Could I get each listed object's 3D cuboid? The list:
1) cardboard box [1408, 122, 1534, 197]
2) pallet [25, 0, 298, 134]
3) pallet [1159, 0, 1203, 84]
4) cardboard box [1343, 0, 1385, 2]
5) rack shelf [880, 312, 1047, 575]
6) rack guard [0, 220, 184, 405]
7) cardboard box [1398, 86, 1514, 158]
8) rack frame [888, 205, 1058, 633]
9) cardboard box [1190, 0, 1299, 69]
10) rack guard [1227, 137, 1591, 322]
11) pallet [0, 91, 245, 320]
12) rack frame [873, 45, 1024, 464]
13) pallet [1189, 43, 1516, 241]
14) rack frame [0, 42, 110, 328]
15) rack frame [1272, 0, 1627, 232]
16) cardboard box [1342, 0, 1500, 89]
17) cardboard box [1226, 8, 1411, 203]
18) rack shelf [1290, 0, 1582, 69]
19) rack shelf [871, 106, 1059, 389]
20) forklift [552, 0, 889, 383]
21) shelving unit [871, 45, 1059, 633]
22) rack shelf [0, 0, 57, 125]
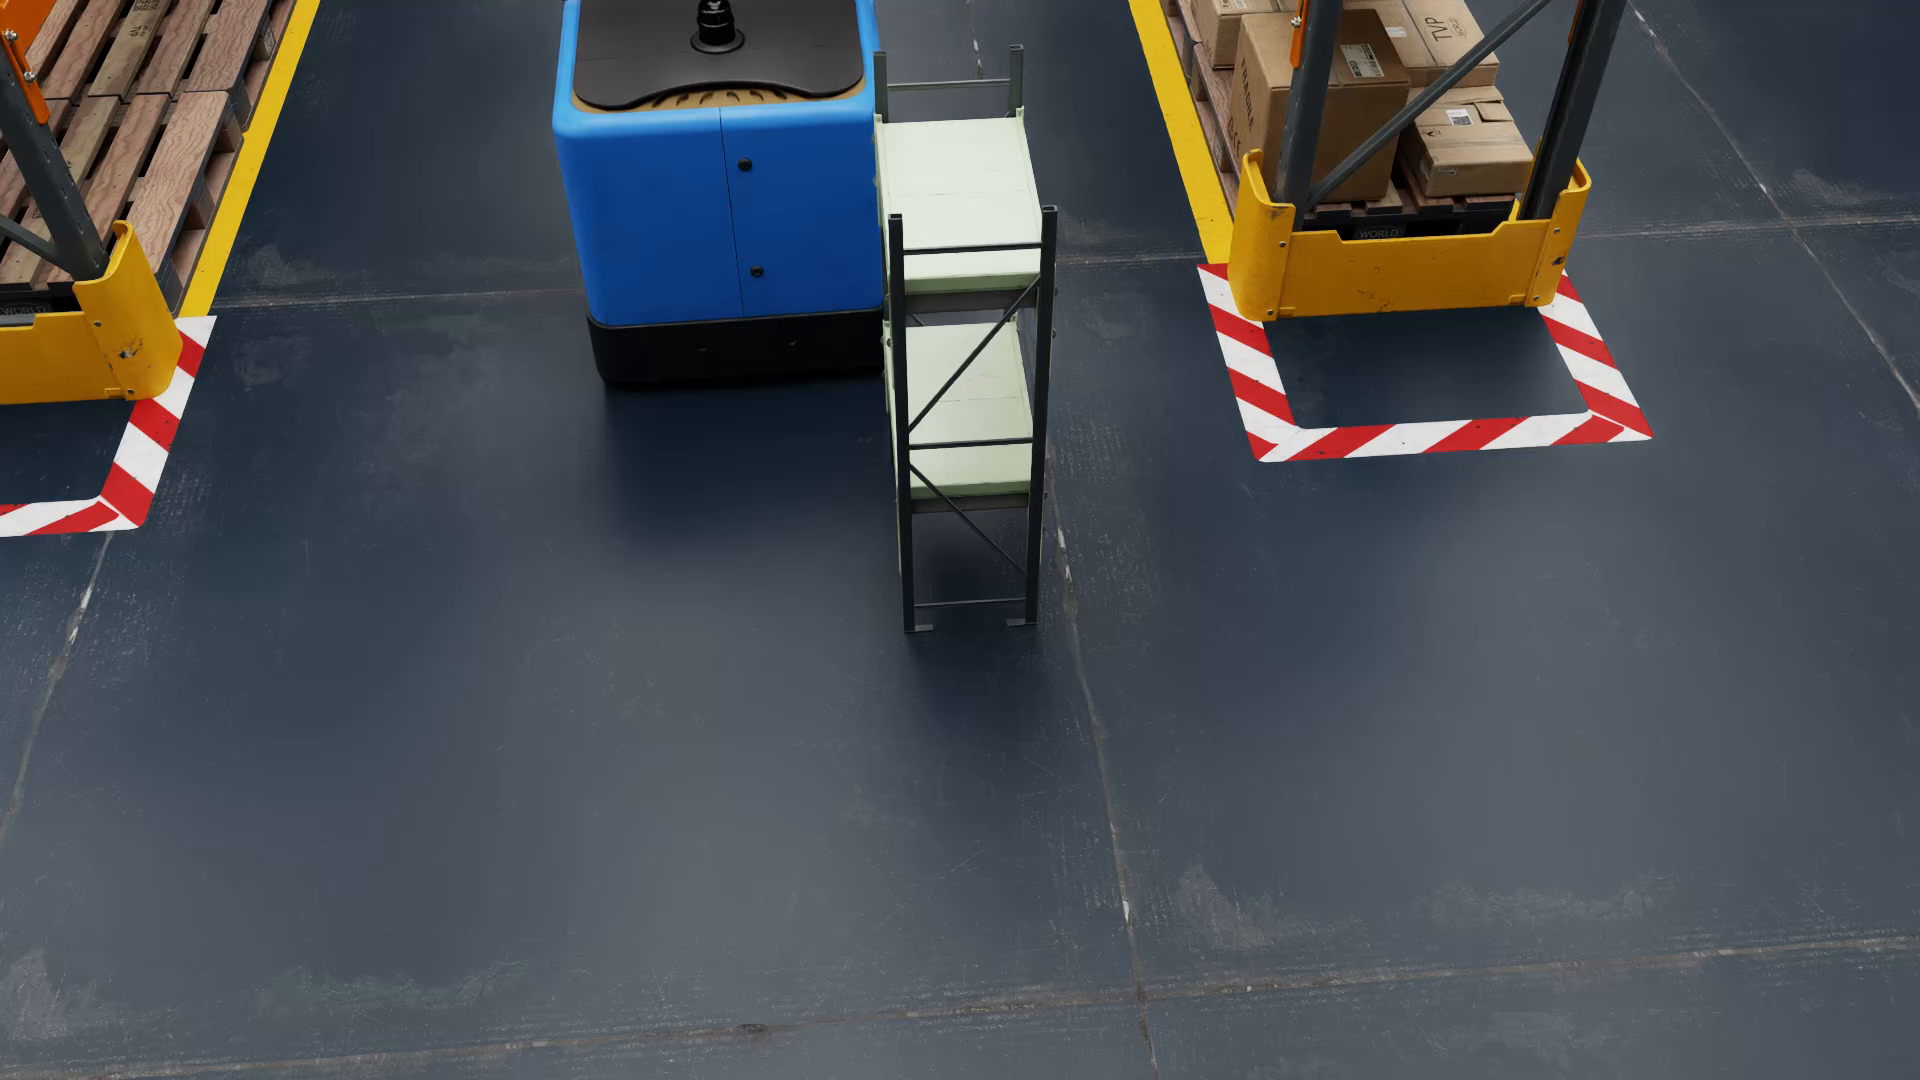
[{"bbox_3d":[1.898,-1.415,6.185,0.380,0.149,0.250,-3,47,-3],"label":"cardboard box"},{"bbox_3d":[-3.475,-2.142,7.134,1.003,0.211,1.213,-3,47,-3],"label":"pallet"},{"bbox_3d":[1.418,-2.473,7.447,1.003,0.211,1.213,-3,47,-3],"label":"pallet"},{"bbox_3d":[1.744,-2.260,6.915,0.500,0.250,0.500,-3,47,-3],"label":"cardboard box"},{"bbox_3d":[-0.001,-0.296,4.947,0.431,0.370,0.720,-3,47,-3],"label":"rack shelf"},{"bbox_3d":[-3.330,-0.746,5.612,1.175,0.500,0.348,-3,47,-3],"label":"rack guard"},{"bbox_3d":[1.877,-1.602,6.349,0.380,0.166,0.250,-3,47,-3],"label":"cardboard box"},{"bbox_3d":[0.030,-0.256,4.459,0.400,1.500,0.023,-3,47,-3],"label":"rack frame"},{"bbox_3d":[1.250,-2.193,6.852,0.500,0.250,0.500,-3,47,-3],"label":"cardboard box"},{"bbox_3d":[1.585,-1.115,5.962,1.175,0.500,0.348,-3,47,-3],"label":"rack guard"},{"bbox_3d":[-3.376,-1.262,6.300,1.003,0.211,1.213,-3,47,-3],"label":"pallet"},{"bbox_3d":[-0.031,-0.785,4.961,0.400,1.500,0.023,-3,47,-3],"label":"rack frame"},{"bbox_3d":[1.517,-1.593,6.613,1.003,0.211,1.213,-3,47,-3],"label":"pallet"},{"bbox_3d":[-3.345,-1.622,4.720,1.000,3.000,0.127,-3,47,-3],"label":"rack frame"},{"bbox_3d":[1.591,-1.920,5.002,1.000,3.000,0.127,-3,47,-3],"label":"rack frame"},{"bbox_3d":[1.786,-1.898,6.573,0.500,0.250,0.500,-3,47,-3],"label":"cardboard box"},{"bbox_3d":[1.300,-1.590,6.109,0.500,0.500,0.500,-3,47,-3],"label":"cardboard box"},{"bbox_3d":[1.424,-3.120,6.634,1.077,0.370,4.000,-3,47,-3],"label":"rack shelf"},{"bbox_3d":[-0.001,-0.789,4.427,0.431,0.370,0.720,-3,47,-3],"label":"rack shelf"},{"bbox_3d":[-0.880,-2.617,5.710,1.130,2.935,3.031,-5,47,-4],"label":"forklift"},{"bbox_3d":[-0.001,-0.521,4.710,0.431,1.500,0.755,-3,47,-3],"label":"shelving unit"},{"bbox_3d":[-3.513,-2.821,6.352,1.077,0.370,4.000,-3,47,-3],"label":"rack shelf"}]
